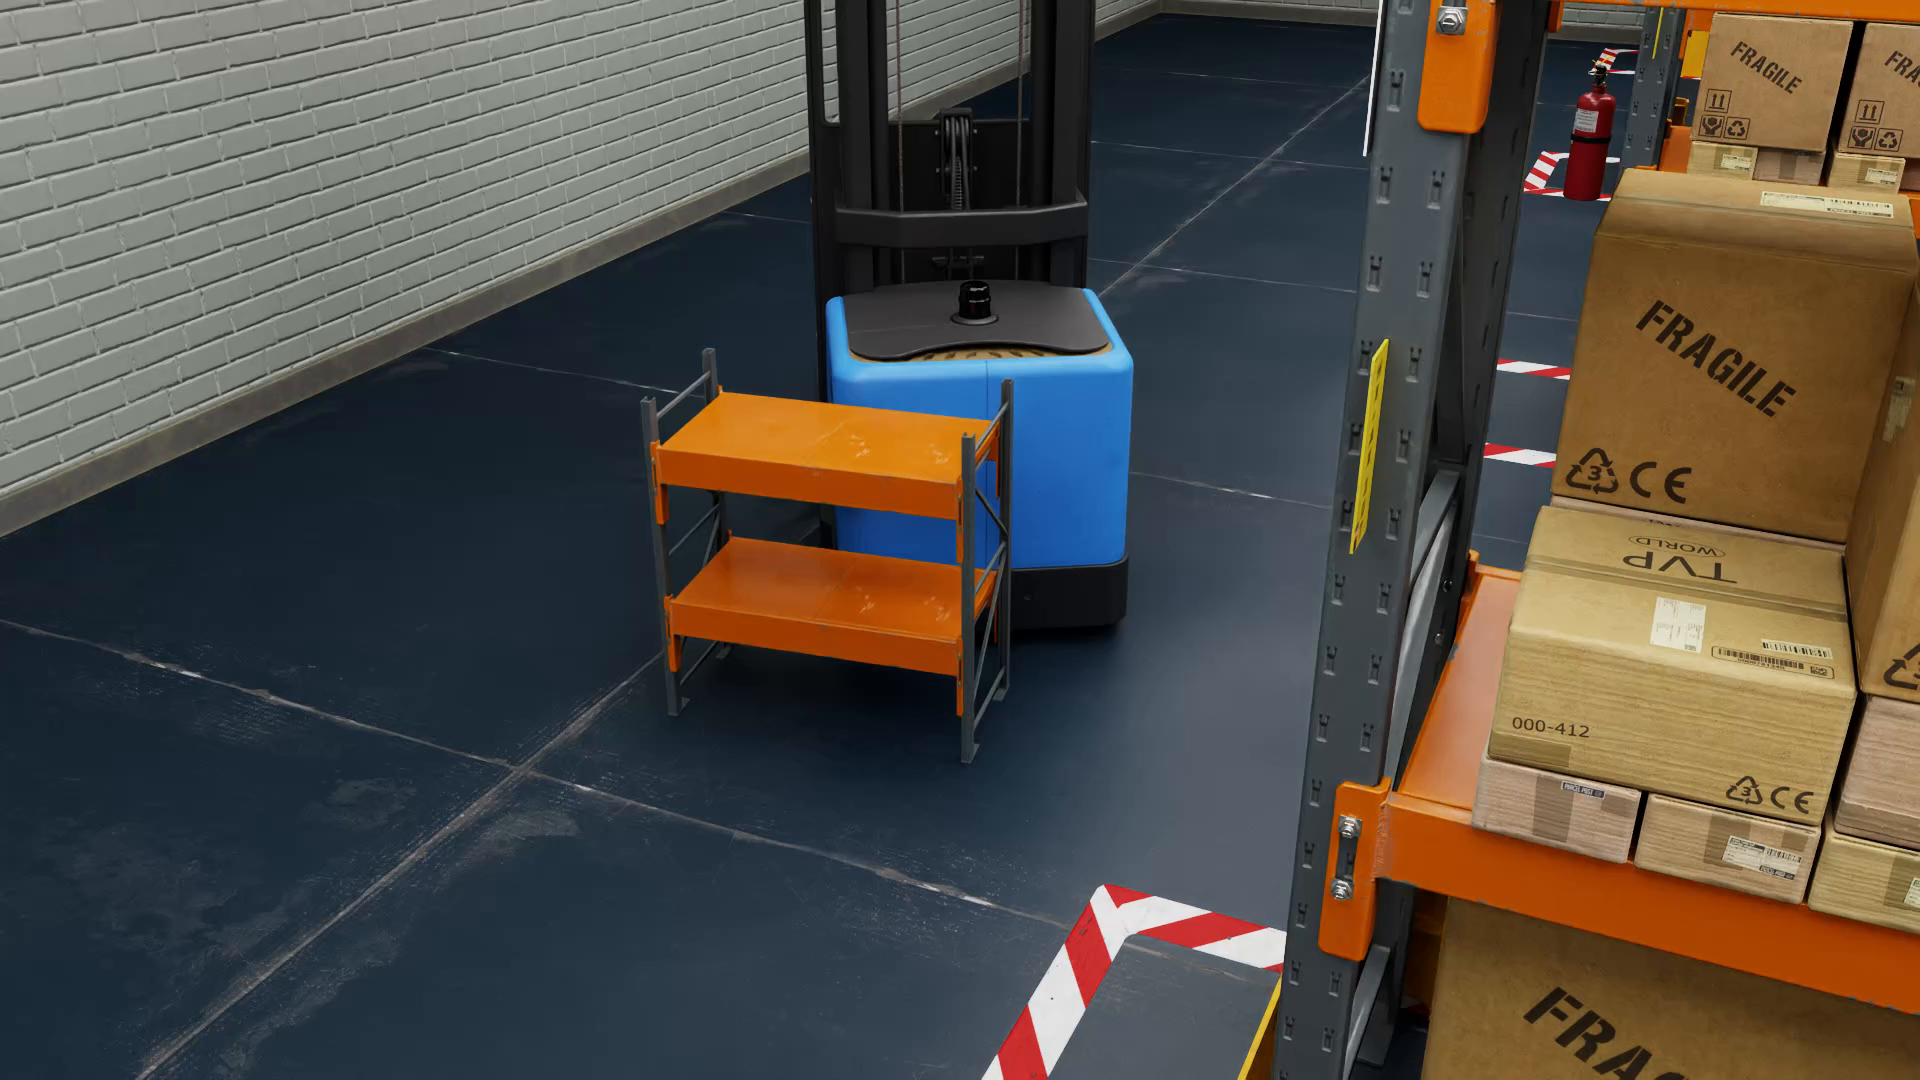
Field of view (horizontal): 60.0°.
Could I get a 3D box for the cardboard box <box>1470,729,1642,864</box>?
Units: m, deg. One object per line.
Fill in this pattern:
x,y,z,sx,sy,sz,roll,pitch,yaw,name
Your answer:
1.054,0.370,2.887,0.250,0.149,0.380,12,29,22,cardboard box

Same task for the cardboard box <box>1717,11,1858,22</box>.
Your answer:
3.312,-2.354,6.554,0.500,0.500,0.500,11,28,21,cardboard box

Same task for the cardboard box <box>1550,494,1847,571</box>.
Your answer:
1.419,-0.024,3.237,0.500,0.250,0.500,11,28,21,cardboard box

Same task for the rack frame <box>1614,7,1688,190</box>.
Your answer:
3.013,-1.916,7.246,0.127,3.000,1.000,11,28,22,rack frame

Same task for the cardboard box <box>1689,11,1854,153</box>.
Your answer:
3.307,-1.901,6.766,0.500,0.500,0.500,13,29,24,cardboard box

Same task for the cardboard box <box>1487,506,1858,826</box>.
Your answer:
1.193,0.190,2.801,0.500,0.250,0.500,11,28,20,cardboard box

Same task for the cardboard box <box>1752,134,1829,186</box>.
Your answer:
3.421,-1.582,6.853,0.250,0.149,0.380,12,29,24,cardboard box

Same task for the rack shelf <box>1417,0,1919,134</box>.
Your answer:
2.689,-0.597,1.986,4.000,0.370,1.077,11,28,22,rack shelf

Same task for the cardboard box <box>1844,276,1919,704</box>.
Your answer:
1.648,-0.055,2.450,0.500,0.500,0.500,11,28,21,cardboard box

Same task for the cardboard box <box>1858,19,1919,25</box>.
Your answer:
3.774,-2.264,6.371,0.500,0.500,0.500,12,29,23,cardboard box

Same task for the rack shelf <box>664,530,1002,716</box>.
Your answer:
-0.402,0.259,5.503,1.000,0.278,0.538,7,27,14,rack shelf

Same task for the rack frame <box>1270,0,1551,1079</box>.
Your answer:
0.868,0.060,3.233,0.127,3.000,1.000,11,28,22,rack frame

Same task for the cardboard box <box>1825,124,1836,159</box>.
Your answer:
3.872,-1.757,7.207,0.250,0.149,0.380,11,28,21,cardboard box

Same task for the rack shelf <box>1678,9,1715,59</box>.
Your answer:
6.791,-3.236,10.742,4.000,0.370,1.077,11,28,22,rack shelf

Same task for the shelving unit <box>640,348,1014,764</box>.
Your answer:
-0.402,0.040,5.395,1.048,1.125,0.538,7,27,14,shelving unit

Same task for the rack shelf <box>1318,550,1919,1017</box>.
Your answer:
2.689,0.748,2.649,4.000,0.370,1.077,11,28,22,rack shelf

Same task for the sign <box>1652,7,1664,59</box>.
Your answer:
2.789,-2.086,6.611,0.005,0.325,0.100,11,28,22,sign

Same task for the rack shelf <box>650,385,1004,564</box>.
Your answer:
-0.402,-0.222,5.266,1.000,0.278,0.538,7,27,14,rack shelf

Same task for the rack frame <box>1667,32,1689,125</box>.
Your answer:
4.970,-3.925,11.326,0.127,3.000,1.000,11,28,22,rack frame

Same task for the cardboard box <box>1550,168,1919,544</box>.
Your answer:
1.420,-0.359,3.068,0.500,0.500,0.500,12,29,22,cardboard box

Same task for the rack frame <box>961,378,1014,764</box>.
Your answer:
0.087,0.102,5.269,0.032,1.125,0.500,7,27,14,rack frame

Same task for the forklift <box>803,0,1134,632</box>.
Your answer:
-0.065,-1.589,6.660,1.130,2.935,3.031,-3,26,-5,forklift

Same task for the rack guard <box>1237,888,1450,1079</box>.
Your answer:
0.846,1.177,3.794,0.348,0.500,1.175,11,28,22,rack guard

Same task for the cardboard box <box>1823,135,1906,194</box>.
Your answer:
3.644,-1.512,6.709,0.250,0.149,0.380,11,28,20,cardboard box

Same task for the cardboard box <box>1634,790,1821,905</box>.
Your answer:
1.289,0.416,2.793,0.250,0.149,0.380,11,28,21,cardboard box

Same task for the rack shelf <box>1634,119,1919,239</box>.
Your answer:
4.834,-1.228,6.662,4.000,0.370,1.077,11,28,22,rack shelf

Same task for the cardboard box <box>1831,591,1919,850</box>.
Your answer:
1.669,0.282,2.614,0.500,0.250,0.500,11,28,21,cardboard box

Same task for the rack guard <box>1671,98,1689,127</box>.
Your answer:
4.948,-2.808,11.887,0.348,0.500,1.175,11,28,22,rack guard

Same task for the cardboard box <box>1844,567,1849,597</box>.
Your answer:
1.880,0.069,3.048,0.500,0.250,0.500,11,28,21,cardboard box

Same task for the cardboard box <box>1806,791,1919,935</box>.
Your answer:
1.522,0.463,2.698,0.250,0.149,0.380,11,28,21,cardboard box

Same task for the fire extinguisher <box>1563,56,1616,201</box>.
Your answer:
2.975,-1.946,7.816,0.183,0.674,0.296,11,28,22,fire extinguisher

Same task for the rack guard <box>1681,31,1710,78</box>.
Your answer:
7.091,-4.786,15.905,0.348,0.500,1.175,11,28,22,rack guard

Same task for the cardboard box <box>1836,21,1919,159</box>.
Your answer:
3.805,-1.814,6.588,0.500,0.500,0.500,11,28,22,cardboard box

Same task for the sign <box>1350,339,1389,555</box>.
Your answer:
0.633,-0.142,2.573,0.005,0.325,0.100,11,28,22,sign

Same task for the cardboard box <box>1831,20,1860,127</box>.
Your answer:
3.995,-2.019,7.006,0.500,0.500,0.500,11,28,21,cardboard box

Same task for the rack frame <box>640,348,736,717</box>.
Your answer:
-0.890,-0.022,5.521,0.032,1.125,0.500,7,27,14,rack frame

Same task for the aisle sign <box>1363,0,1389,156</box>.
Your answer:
0.678,-0.999,2.440,0.004,0.787,0.394,11,28,22,aisle sign

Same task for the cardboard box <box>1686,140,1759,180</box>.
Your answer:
3.172,-1.612,6.913,0.250,0.149,0.380,11,28,21,cardboard box

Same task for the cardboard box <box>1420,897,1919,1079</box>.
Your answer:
1.484,0.909,3.437,0.875,0.875,0.875,11,28,22,cardboard box

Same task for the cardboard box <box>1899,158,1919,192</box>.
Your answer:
3.937,-1.519,6.725,0.250,0.149,0.380,13,29,24,cardboard box
